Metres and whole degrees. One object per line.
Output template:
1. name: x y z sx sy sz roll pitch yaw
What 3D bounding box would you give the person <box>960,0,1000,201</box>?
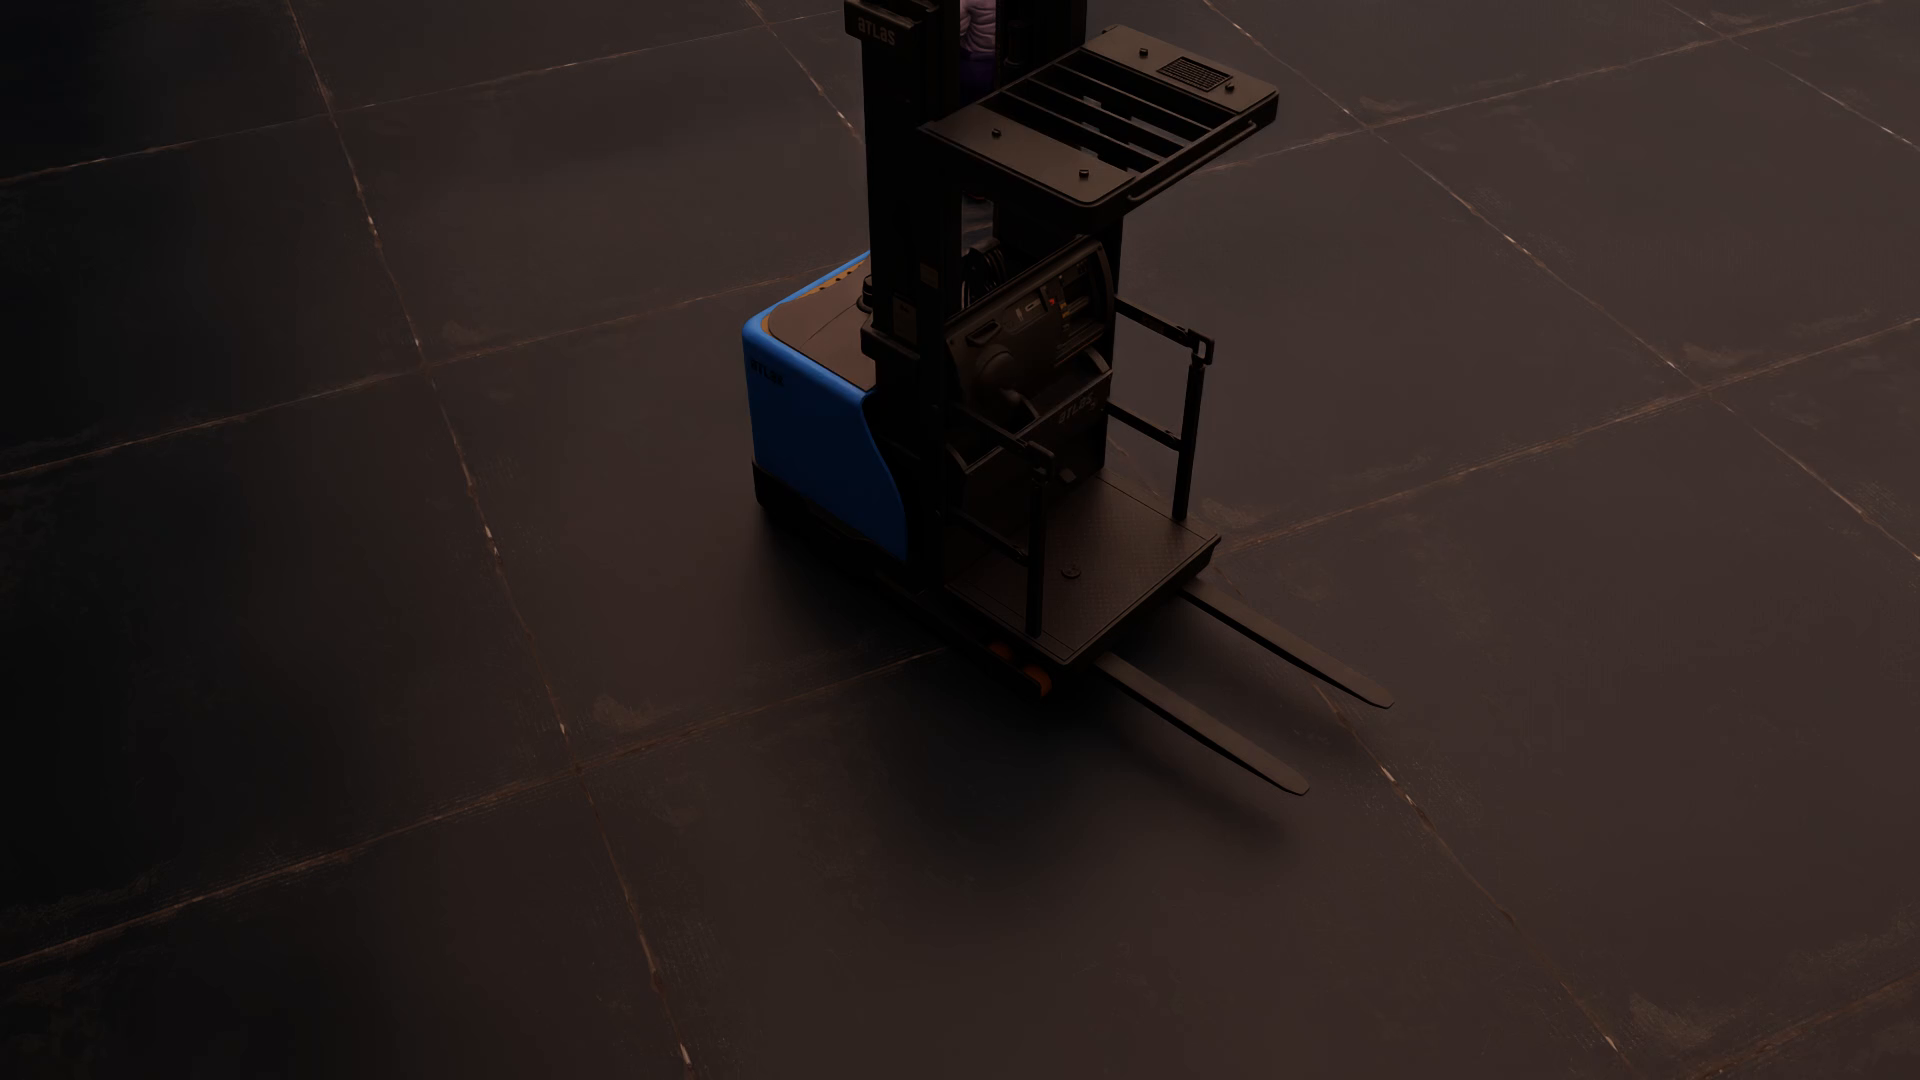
1. person: 0.117 -2.740 9.546 0.598 1.651 0.502 -17 46 -17

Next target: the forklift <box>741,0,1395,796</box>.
1. forklift: 0.445 -0.788 6.525 3.031 2.935 1.130 32 52 30
